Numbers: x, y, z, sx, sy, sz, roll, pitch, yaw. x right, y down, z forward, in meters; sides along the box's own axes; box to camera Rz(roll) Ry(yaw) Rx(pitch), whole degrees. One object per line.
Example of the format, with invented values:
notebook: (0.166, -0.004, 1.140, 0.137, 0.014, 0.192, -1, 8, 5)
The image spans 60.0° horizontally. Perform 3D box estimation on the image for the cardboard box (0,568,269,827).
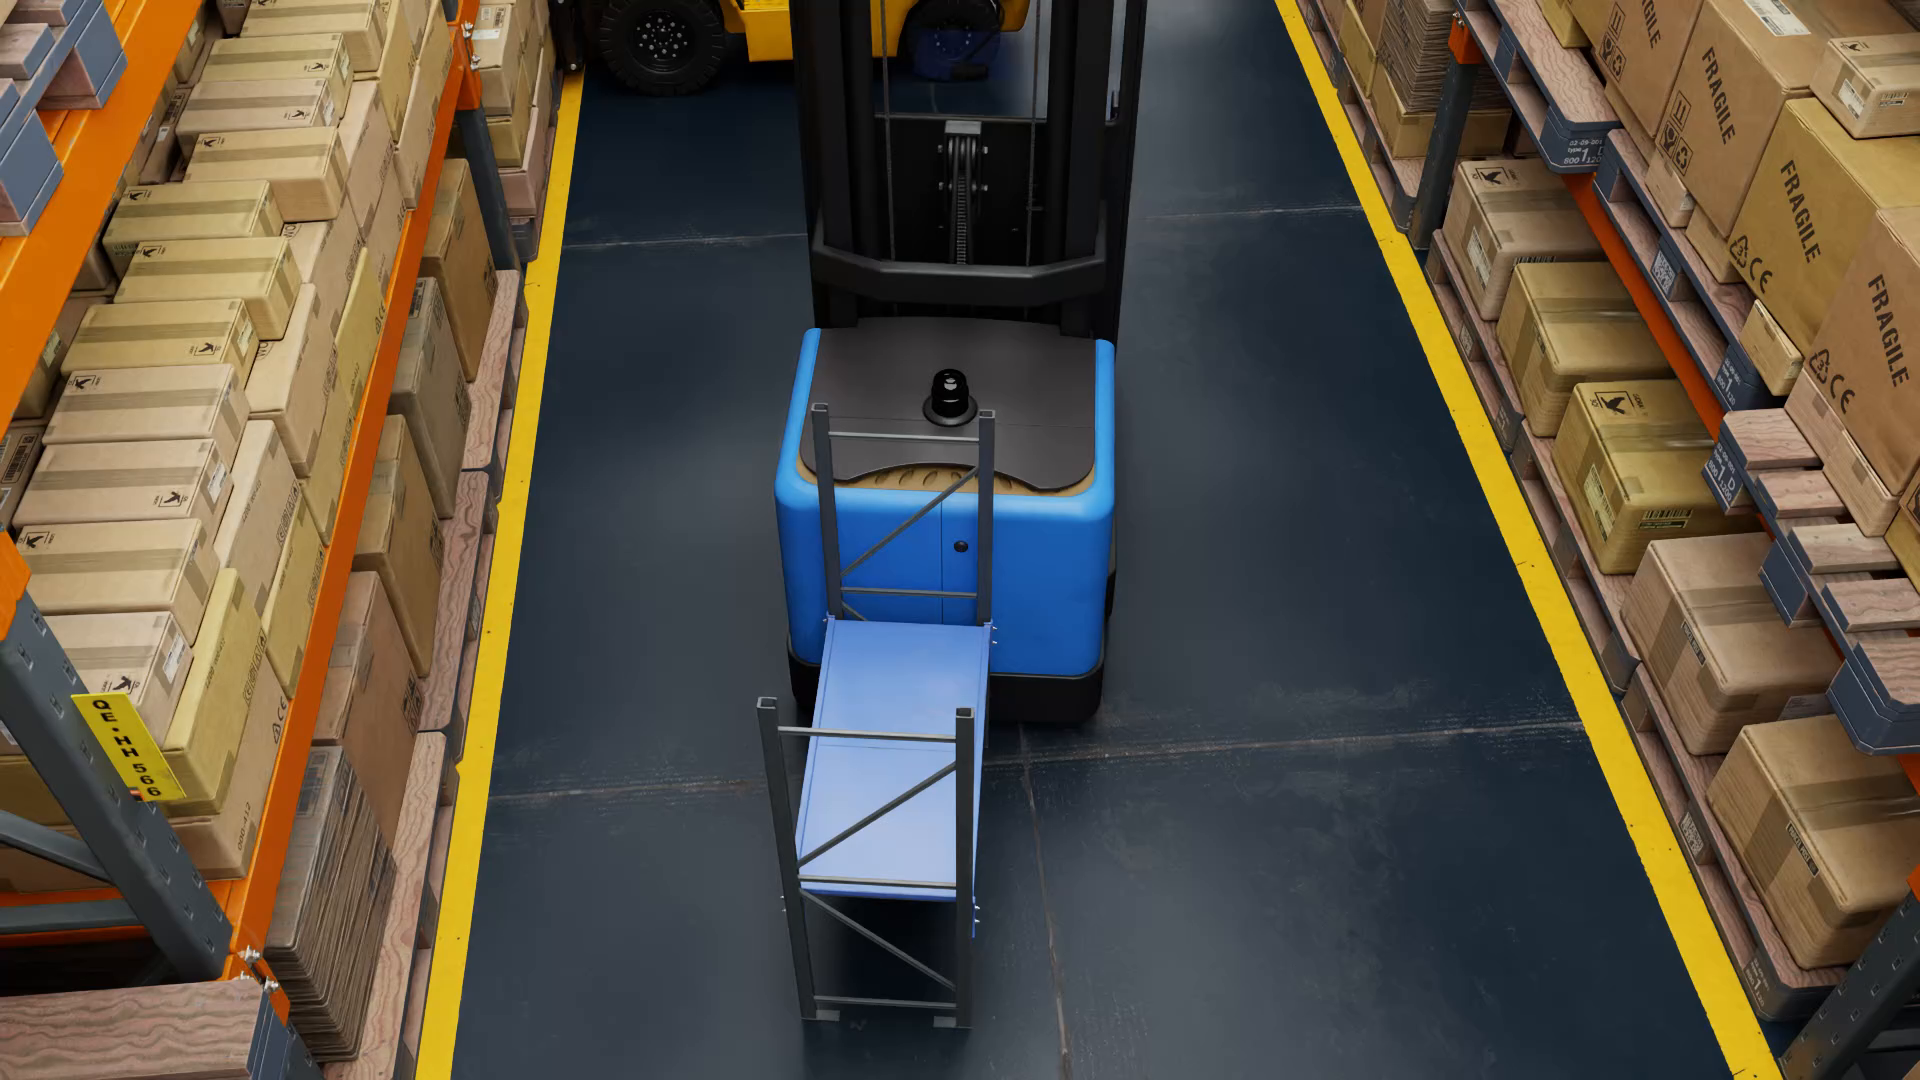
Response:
cardboard box: (-1.845, 0.339, 3.622, 0.500, 0.250, 0.500, -4, 47, -3)

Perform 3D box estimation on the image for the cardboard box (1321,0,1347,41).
cardboard box: (2.125, -2.764, 8.407, 0.500, 0.250, 0.500, -3, 47, -3)

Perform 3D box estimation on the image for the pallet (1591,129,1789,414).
pallet: (2.663, -0.871, 5.141, 1.003, 0.211, 1.213, -3, 47, -3)

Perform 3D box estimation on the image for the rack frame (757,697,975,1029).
rack frame: (-0.217, 0.900, 4.364, 0.500, 1.500, 0.032, 3, 47, 2)

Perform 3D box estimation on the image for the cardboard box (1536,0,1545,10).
cardboard box: (2.266, -2.040, 6.000, 0.380, 0.149, 0.250, -3, 47, -3)

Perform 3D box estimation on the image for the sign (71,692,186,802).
sign: (-1.536, 0.386, 3.075, 0.100, 0.325, 0.005, -3, 47, -3)

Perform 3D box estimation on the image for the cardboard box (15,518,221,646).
cardboard box: (-1.833, 0.098, 3.575, 0.380, 0.149, 0.250, -3, 47, -2)

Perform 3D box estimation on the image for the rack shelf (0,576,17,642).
rack shelf: (-1.909, 1.460, 1.231, 1.077, 0.370, 4.000, -3, 47, -3)

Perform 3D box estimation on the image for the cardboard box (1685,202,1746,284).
cardboard box: (2.399, -0.904, 4.924, 0.380, 0.149, 0.250, -5, 47, -5)

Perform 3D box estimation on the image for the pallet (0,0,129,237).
pallet: (-2.222, -0.655, 2.868, 1.213, 0.211, 1.003, -2, 47, -1)

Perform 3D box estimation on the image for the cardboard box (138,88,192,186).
cardboard box: (-2.561, -1.098, 4.983, 0.500, 0.250, 0.500, -5, 47, -4)

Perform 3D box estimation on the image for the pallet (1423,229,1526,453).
pallet: (2.601, -0.879, 6.937, 1.003, 0.211, 1.213, -3, 47, -3)

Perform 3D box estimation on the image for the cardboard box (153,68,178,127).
cardboard box: (-2.568, -1.344, 4.941, 0.380, 0.149, 0.250, -4, 47, -3)

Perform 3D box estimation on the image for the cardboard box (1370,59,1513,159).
cardboard box: (2.217, -2.012, 7.694, 0.500, 0.250, 0.500, -2, 47, -1)

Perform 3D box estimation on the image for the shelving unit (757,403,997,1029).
shelving unit: (-0.186, 0.532, 4.713, 0.538, 1.500, 1.048, 3, 47, 2)

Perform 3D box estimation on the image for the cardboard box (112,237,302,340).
cardboard box: (-1.928, -0.642, 4.276, 0.380, 0.149, 0.250, -3, 47, -2)

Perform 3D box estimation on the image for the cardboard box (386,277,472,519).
cardboard box: (-2.299, -0.486, 5.991, 0.875, 0.625, 0.625, -4, 47, -4)

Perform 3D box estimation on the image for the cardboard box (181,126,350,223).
cardboard box: (-1.926, -1.011, 4.626, 0.380, 0.149, 0.250, -5, 47, -4)

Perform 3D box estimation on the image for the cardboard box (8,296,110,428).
cardboard box: (-2.475, -0.364, 4.288, 0.500, 0.250, 0.500, -4, 47, -4)

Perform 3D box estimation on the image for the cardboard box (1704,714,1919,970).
cardboard box: (2.832, 0.843, 4.907, 0.950, 0.372, 0.625, -6, 47, -6)

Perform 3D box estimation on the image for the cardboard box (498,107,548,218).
cardboard box: (-2.122, -1.666, 7.366, 0.500, 0.250, 0.500, -3, 47, -3)

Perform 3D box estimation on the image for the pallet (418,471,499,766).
pallet: (-2.206, 0.277, 5.842, 1.003, 0.211, 1.213, -3, 47, -3)

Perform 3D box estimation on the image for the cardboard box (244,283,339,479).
cardboard box: (-1.937, -0.401, 4.323, 0.500, 0.250, 0.500, -5, 47, -4)

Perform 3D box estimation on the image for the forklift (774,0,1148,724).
forklift: (0.039, -1.460, 5.614, 1.130, 2.935, 3.031, 3, 47, 2)

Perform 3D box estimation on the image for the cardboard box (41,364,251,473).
cardboard box: (-1.915, -0.275, 3.928, 0.380, 0.149, 0.250, -3, 47, -3)

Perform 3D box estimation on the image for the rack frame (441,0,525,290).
rack frame: (-2.411, -2.097, 6.170, 1.000, 3.000, 0.127, -3, 47, -3)

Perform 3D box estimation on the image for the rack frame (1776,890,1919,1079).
rack frame: (2.869, 0.493, 3.717, 1.000, 3.000, 0.127, -3, 47, -3)

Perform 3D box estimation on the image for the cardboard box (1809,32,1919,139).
cardboard box: (2.451, -1.178, 4.290, 0.380, 0.149, 0.250, -6, 47, -5)

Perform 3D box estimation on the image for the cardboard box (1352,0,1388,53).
cardboard box: (2.173, -2.638, 7.770, 0.500, 0.500, 0.500, -3, 47, -3)

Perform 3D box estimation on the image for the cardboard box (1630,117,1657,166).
cardboard box: (2.377, -1.291, 5.290, 0.380, 0.149, 0.250, -3, 47, -3)

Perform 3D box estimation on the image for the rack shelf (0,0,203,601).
rack shelf: (-2.244, -1.434, 3.972, 1.077, 0.370, 4.000, -3, 47, -3)

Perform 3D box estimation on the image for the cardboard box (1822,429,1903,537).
cardboard box: (2.447, -0.157, 4.217, 0.380, 0.149, 0.250, -4, 47, -4)

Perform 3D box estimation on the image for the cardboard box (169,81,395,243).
cardboard box: (-2.028, -1.136, 5.018, 0.500, 0.250, 0.500, -3, 47, -3)

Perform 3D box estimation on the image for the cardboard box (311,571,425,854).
cardboard box: (-2.178, 0.545, 5.014, 0.875, 0.625, 0.625, -2, 47, -2)

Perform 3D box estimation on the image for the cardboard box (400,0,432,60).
cardboard box: (-2.115, -1.878, 5.721, 0.500, 0.250, 0.500, -4, 47, -4)

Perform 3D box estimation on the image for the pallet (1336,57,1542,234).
pallet: (2.443, -1.926, 7.929, 1.003, 0.211, 1.213, -3, 47, -3)

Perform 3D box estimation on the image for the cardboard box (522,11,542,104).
cardboard box: (-2.188, -2.201, 7.529, 0.500, 0.250, 0.500, -4, 47, -4)

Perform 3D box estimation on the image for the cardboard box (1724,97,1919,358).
cardboard box: (2.457, -0.839, 4.415, 0.500, 0.500, 0.500, -6, 47, -6)

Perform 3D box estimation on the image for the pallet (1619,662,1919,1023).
pallet: (2.806, 0.886, 5.265, 1.003, 0.211, 1.213, -3, 47, -3)

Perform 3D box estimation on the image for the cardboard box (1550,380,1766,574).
cardboard box: (2.705, -0.240, 5.932, 0.950, 0.372, 0.625, -2, 47, -2)

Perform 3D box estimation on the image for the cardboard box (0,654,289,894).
cardboard box: (-1.870, 0.513, 3.802, 0.500, 0.250, 0.500, -3, 47, -3)

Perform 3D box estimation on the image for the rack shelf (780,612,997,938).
rack shelf: (-0.186, 0.656, 4.844, 0.538, 0.185, 1.000, 3, 47, 2)

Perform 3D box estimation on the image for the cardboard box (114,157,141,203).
cardboard box: (-2.514, -0.981, 4.598, 0.380, 0.149, 0.250, -3, 47, -3)

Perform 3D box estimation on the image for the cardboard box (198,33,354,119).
cardboard box: (-2.040, -1.379, 4.975, 0.380, 0.149, 0.250, -4, 47, -4)

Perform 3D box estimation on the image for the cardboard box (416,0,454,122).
cardboard box: (-2.108, -1.697, 5.894, 0.500, 0.250, 0.500, -3, 47, -2)

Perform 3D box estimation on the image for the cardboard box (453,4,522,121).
cardboard box: (-2.139, -2.009, 7.002, 0.500, 0.250, 0.500, -4, 47, -4)

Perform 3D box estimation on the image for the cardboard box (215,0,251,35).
cardboard box: (-2.154, -1.755, 5.330, 0.380, 0.149, 0.250, -4, 47, -3)

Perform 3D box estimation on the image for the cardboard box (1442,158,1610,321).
cardboard box: (2.581, -1.263, 6.901, 0.950, 0.372, 0.625, -3, 47, -3)

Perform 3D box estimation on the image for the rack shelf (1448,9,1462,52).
rack shelf: (2.367, -3.601, 8.090, 1.077, 0.370, 4.000, -3, 47, -3)

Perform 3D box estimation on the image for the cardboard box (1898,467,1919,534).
cardboard box: (2.554, -0.100, 3.716, 0.500, 0.500, 0.500, -5, 47, -4)

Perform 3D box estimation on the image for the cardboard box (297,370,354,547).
cardboard box: (-1.957, -0.224, 4.499, 0.500, 0.250, 0.500, -5, 47, -5)

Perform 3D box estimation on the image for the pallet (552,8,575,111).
pallet: (-2.541, -2.601, 8.568, 1.003, 0.211, 1.213, -3, 47, -3)

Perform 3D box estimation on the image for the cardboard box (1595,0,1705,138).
cardboard box: (2.358, -1.605, 5.141, 0.500, 0.500, 0.500, -4, 47, -4)

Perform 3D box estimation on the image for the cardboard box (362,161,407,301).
cardboard box: (-2.050, -0.972, 5.208, 0.500, 0.250, 0.500, -3, 47, -3)

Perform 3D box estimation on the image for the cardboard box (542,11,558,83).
cardboard box: (-2.238, -2.403, 8.065, 0.500, 0.250, 0.500, -3, 47, -3)

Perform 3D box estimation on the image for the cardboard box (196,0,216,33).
cardboard box: (-2.605, -1.709, 5.287, 0.380, 0.149, 0.250, -4, 47, -3)

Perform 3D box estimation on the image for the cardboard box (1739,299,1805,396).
cardboard box: (2.397, -0.538, 4.578, 0.380, 0.149, 0.250, -3, 47, -3)

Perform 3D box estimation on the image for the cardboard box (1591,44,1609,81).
cardboard box: (2.378, -1.659, 5.639, 0.380, 0.149, 0.250, -1, 47, -1)

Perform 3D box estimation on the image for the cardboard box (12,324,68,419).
cardboard box: (-2.434, -0.424, 4.070, 0.380, 0.149, 0.250, -4, 47, -4)
